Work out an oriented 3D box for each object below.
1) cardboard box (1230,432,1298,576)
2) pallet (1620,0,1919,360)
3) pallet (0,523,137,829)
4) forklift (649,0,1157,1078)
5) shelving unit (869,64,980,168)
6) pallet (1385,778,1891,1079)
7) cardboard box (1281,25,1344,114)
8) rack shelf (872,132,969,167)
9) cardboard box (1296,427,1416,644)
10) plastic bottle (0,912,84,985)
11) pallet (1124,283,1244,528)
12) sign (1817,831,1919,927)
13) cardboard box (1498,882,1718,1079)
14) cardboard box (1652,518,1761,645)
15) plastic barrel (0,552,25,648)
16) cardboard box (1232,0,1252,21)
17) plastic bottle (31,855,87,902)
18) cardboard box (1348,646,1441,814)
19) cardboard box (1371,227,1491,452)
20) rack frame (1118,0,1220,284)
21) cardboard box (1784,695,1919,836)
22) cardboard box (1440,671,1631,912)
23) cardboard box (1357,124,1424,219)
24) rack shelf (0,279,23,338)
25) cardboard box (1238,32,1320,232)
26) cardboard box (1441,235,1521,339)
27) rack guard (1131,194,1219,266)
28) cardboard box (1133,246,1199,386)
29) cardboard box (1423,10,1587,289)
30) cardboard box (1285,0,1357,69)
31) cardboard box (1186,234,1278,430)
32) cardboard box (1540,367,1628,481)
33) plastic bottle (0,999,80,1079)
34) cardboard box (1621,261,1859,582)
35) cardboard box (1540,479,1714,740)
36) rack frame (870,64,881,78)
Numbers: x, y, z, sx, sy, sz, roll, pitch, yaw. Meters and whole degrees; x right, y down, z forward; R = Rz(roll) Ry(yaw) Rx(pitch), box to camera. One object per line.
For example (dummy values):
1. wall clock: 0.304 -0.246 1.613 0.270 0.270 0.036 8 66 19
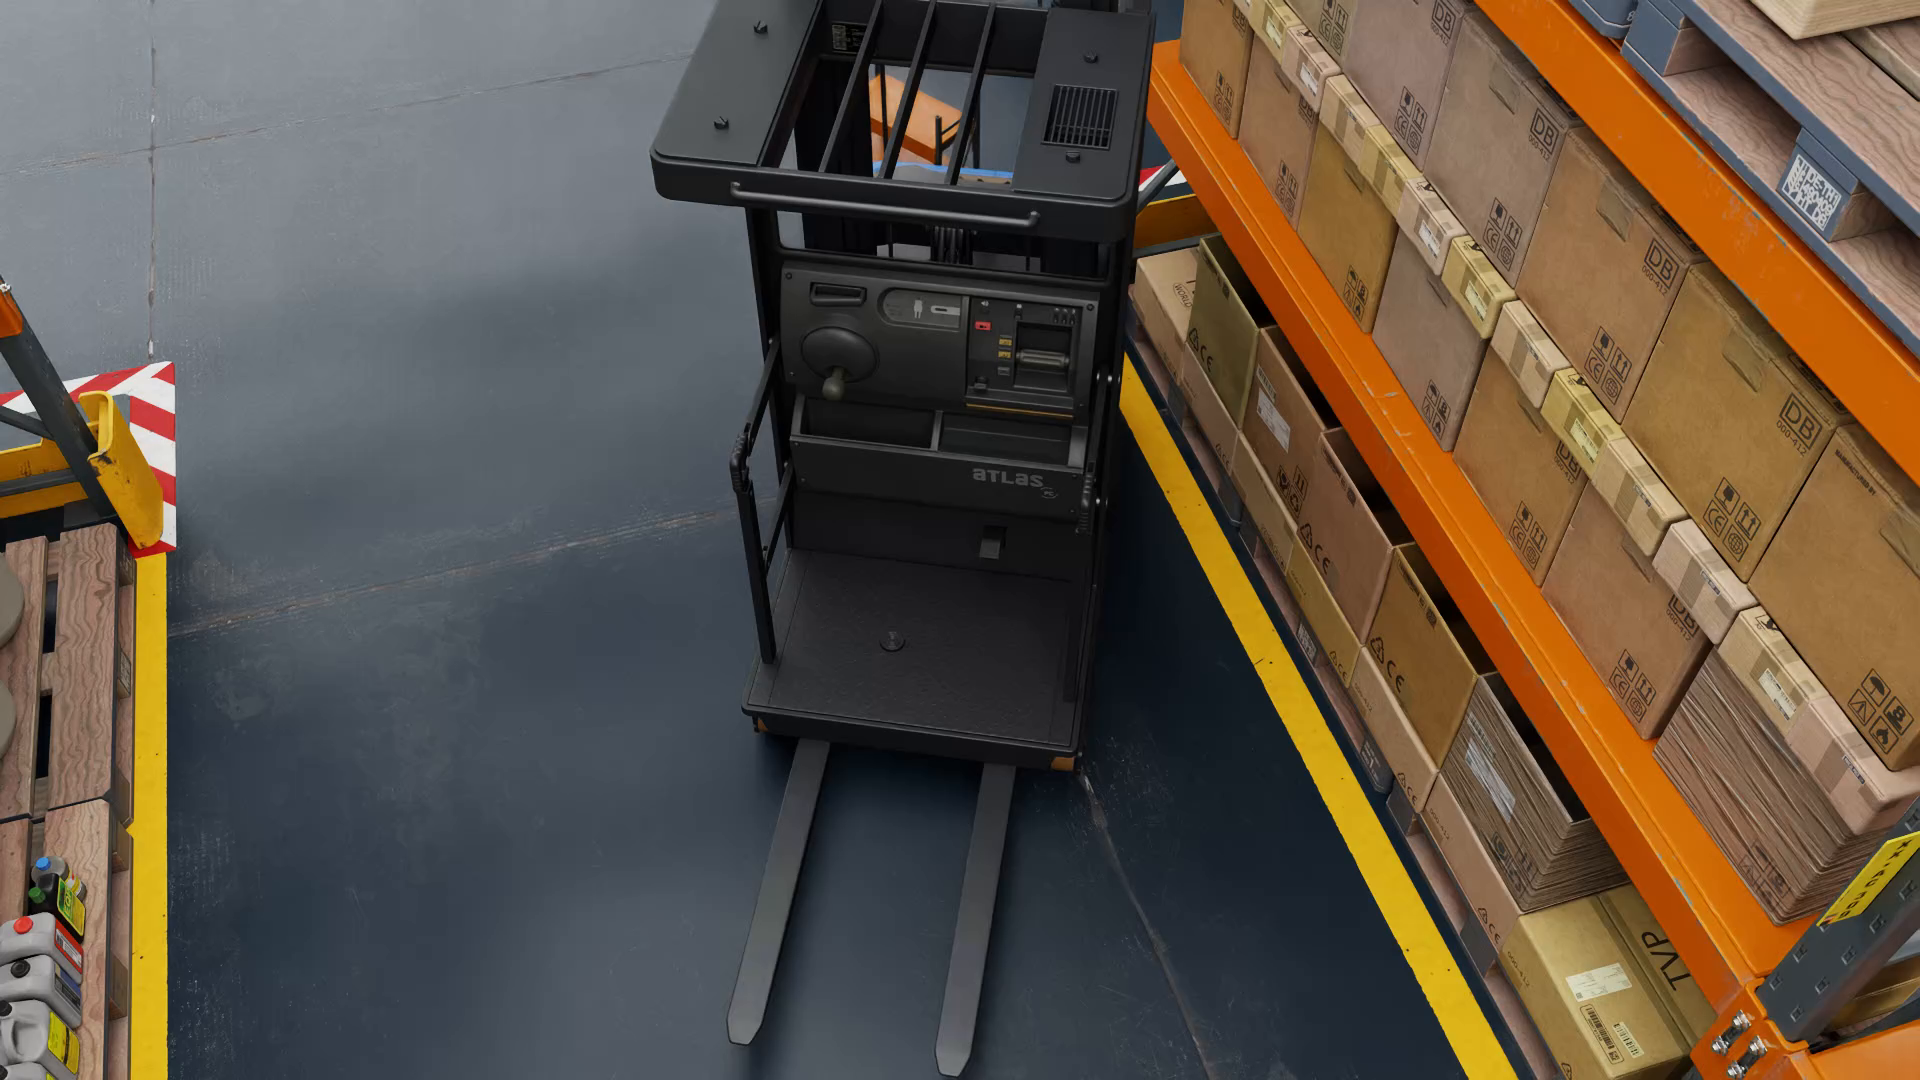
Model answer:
1. cardboard box: 1.312 -0.183 5.966 0.500 0.250 0.500 -13 51 -11
2. pallet: 1.973 -0.739 3.007 1.003 0.211 1.213 -13 51 -11
3. pallet: -3.363 0.550 5.648 1.003 0.211 1.213 -13 51 -11
4. forklift: -0.097 -0.471 4.730 1.130 2.935 3.031 7 50 6
5. shelving unit: -0.195 -1.318 6.577 0.503 1.200 0.258 32 57 24
6. pallet: 2.055 1.125 5.164 1.003 0.211 1.213 -13 51 -11
7. cardboard box: 1.203 -1.452 5.022 0.380 0.149 0.250 -14 51 -12
8. rack shelf: -0.195 -1.419 6.457 0.480 0.148 0.258 32 57 24
9. cardboard box: 1.454 -0.058 5.370 0.500 0.500 0.500 -13 51 -11
10. plastic bottle: -2.656 1.181 4.786 0.152 0.276 0.135 -13 51 -11
11. pallet: 1.333 -0.657 6.666 1.003 0.211 1.213 -13 51 -11
12. sign: 1.720 0.638 3.132 0.100 0.325 0.005 -13 51 -11
13. cardboard box: 1.904 1.278 4.734 0.500 0.250 0.500 -13 51 -11
14. cardboard box: 1.814 0.053 3.754 0.380 0.149 0.250 -15 51 -12
15. plastic barrel: -3.398 0.142 5.521 0.421 0.512 0.421 0 50 0
16. cardboard box: 1.058 -1.819 5.332 0.380 0.149 0.250 -15 51 -12
17. plastic bottle: -2.704 1.015 4.975 0.097 0.201 0.097 0 50 0
18. cardboard box: 1.604 0.549 5.349 0.500 0.250 0.500 -13 51 -11
19. cardboard box: 1.653 -0.663 4.782 0.700 0.500 0.500 -12 51 -10
20. rack frame: 1.067 -2.105 6.063 1.000 3.000 0.127 -13 51 -11
21. cardboard box: 1.965 0.425 3.440 0.380 0.149 0.250 -13 51 -11
22. cardboard box: 1.767 0.669 4.758 0.500 0.500 0.500 -13 51 -11
23. cardboard box: 1.360 -1.071 4.701 0.380 0.149 0.250 -14 51 -11
24. rack shelf: -3.074 0.705 4.164 1.077 0.370 4.000 -13 51 -11
25. cardboard box: 1.353 -1.411 5.412 0.700 0.500 0.500 -12 51 -10
26. cardboard box: 1.509 -0.696 4.385 0.380 0.149 0.250 -12 51 -10
27. rack guard: 1.060 -1.317 7.033 1.175 0.500 0.348 -13 51 -11
28. cardboard box: 1.013 -0.912 6.581 0.500 0.250 0.500 -13 51 -11
29. cardboard box: 1.667 -1.056 4.265 0.700 0.500 0.500 -13 51 -11
30. cardboard box: 1.369 -1.790 4.883 0.700 0.500 0.500 -15 51 -12
31. cardboard box: 1.163 -0.789 5.987 0.500 0.500 0.500 -13 51 -11
32. cardboard box: 1.666 -0.319 4.067 0.380 0.149 0.250 -14 51 -11
33. plastic bottle: -2.562 1.378 4.571 0.144 0.351 0.185 -11 51 -9
34. cardboard box: 1.962 -0.325 3.649 0.700 0.500 0.500 -13 51 -11
35. cardboard box: 1.951 0.078 4.157 0.700 0.500 0.500 -14 51 -11
36. rack frame: -0.383 -1.437 6.677 0.015 1.200 0.240 32 57 24
